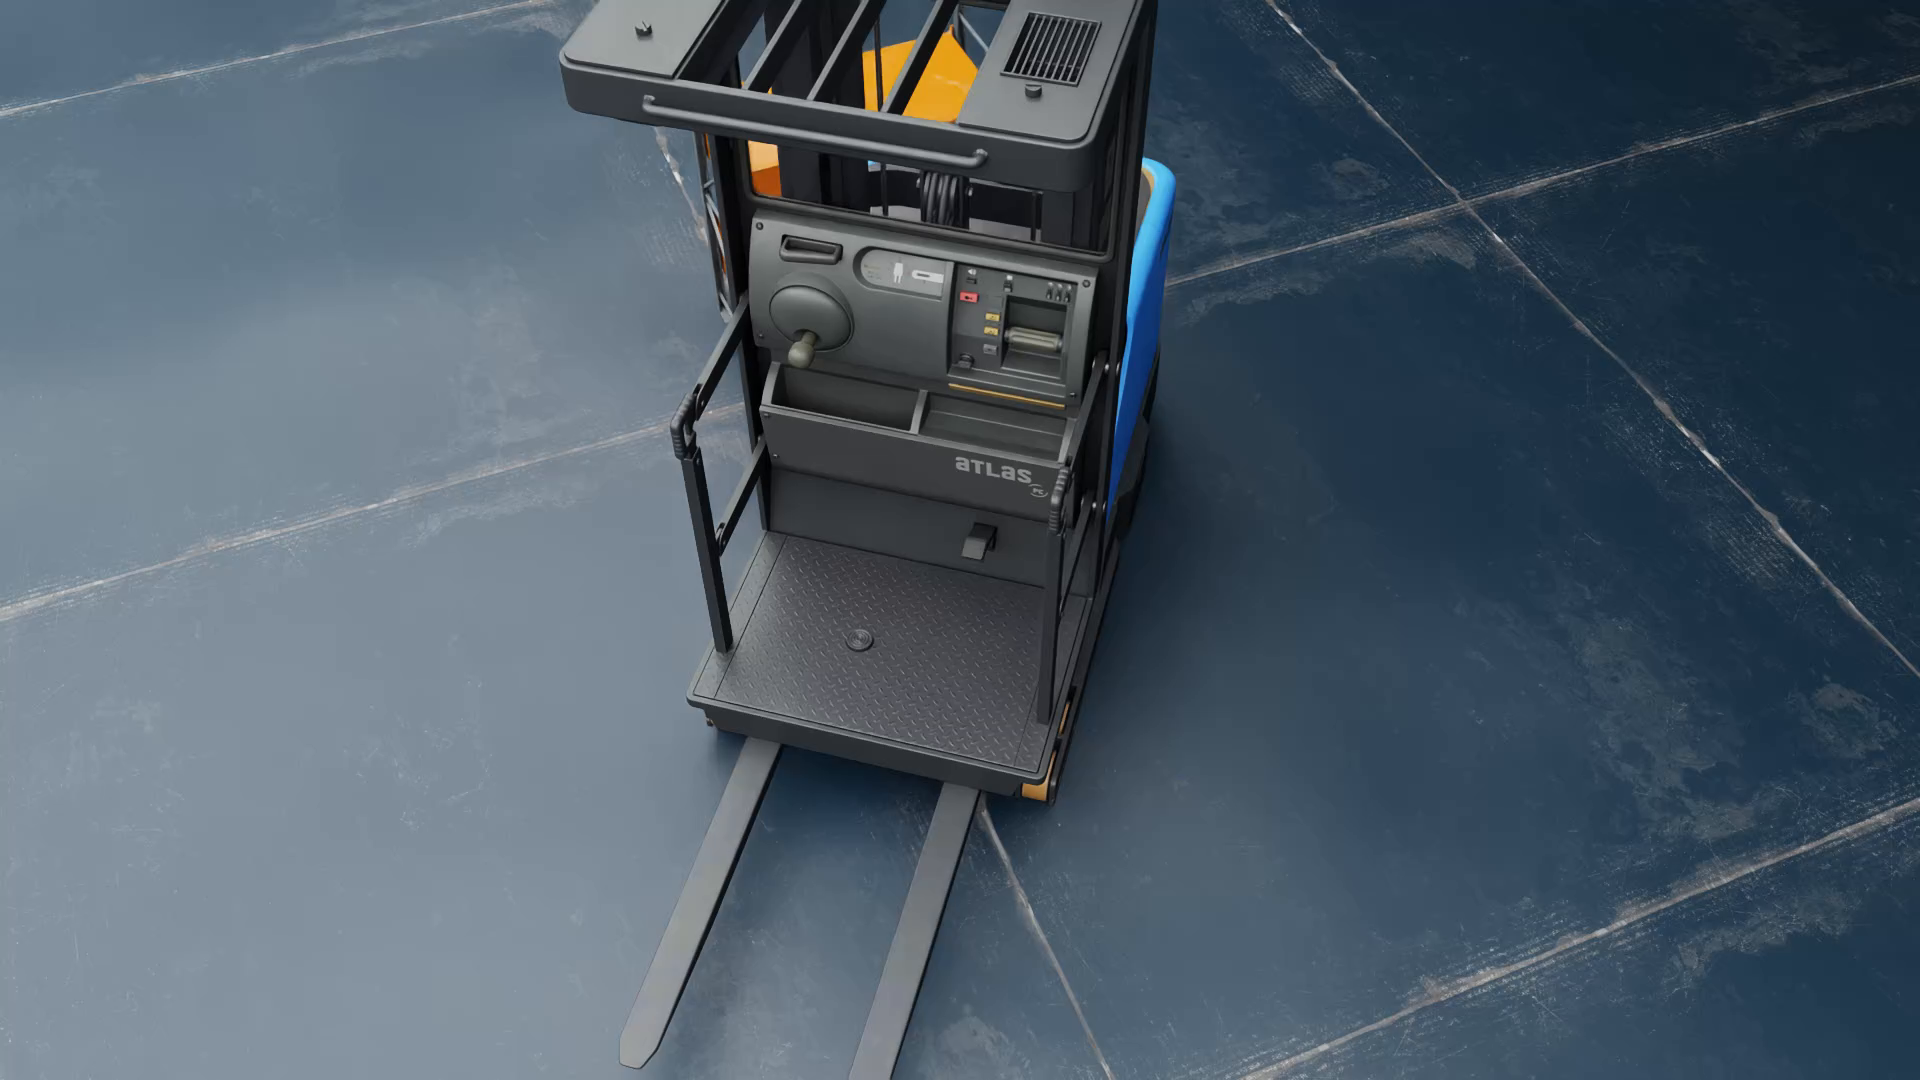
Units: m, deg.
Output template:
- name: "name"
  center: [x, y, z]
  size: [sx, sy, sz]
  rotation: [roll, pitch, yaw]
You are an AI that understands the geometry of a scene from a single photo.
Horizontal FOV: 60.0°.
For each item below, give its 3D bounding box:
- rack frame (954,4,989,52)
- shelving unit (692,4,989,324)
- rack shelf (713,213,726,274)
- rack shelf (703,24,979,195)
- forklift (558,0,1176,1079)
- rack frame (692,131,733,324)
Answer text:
- name: "rack frame"
  center: [0.091, -1.424, 6.231]
  size: [0.032, 1.125, 0.500]
  rotation: [-18, 52, -15]
- name: "shelving unit"
  center: [-0.375, -1.268, 6.098]
  size: [1.048, 1.125, 0.538]
  rotation: [-18, 52, -15]
- name: "rack shelf"
  center: [-0.375, -1.109, 6.283]
  size: [1.000, 0.278, 0.538]
  rotation: [-18, 52, -15]
- name: "rack shelf"
  center: [-0.375, -1.459, 5.876]
  size: [1.000, 0.278, 0.538]
  rotation: [-18, 52, -15]
- name: "forklift"
  center: [-0.163, -0.499, 4.247]
  size: [1.130, 2.935, 3.031]
  rotation: [12, 50, 10]
- name: "rack frame"
  center: [-0.840, -1.113, 5.964]
  size: [0.032, 1.125, 0.500]
  rotation: [-18, 52, -15]
